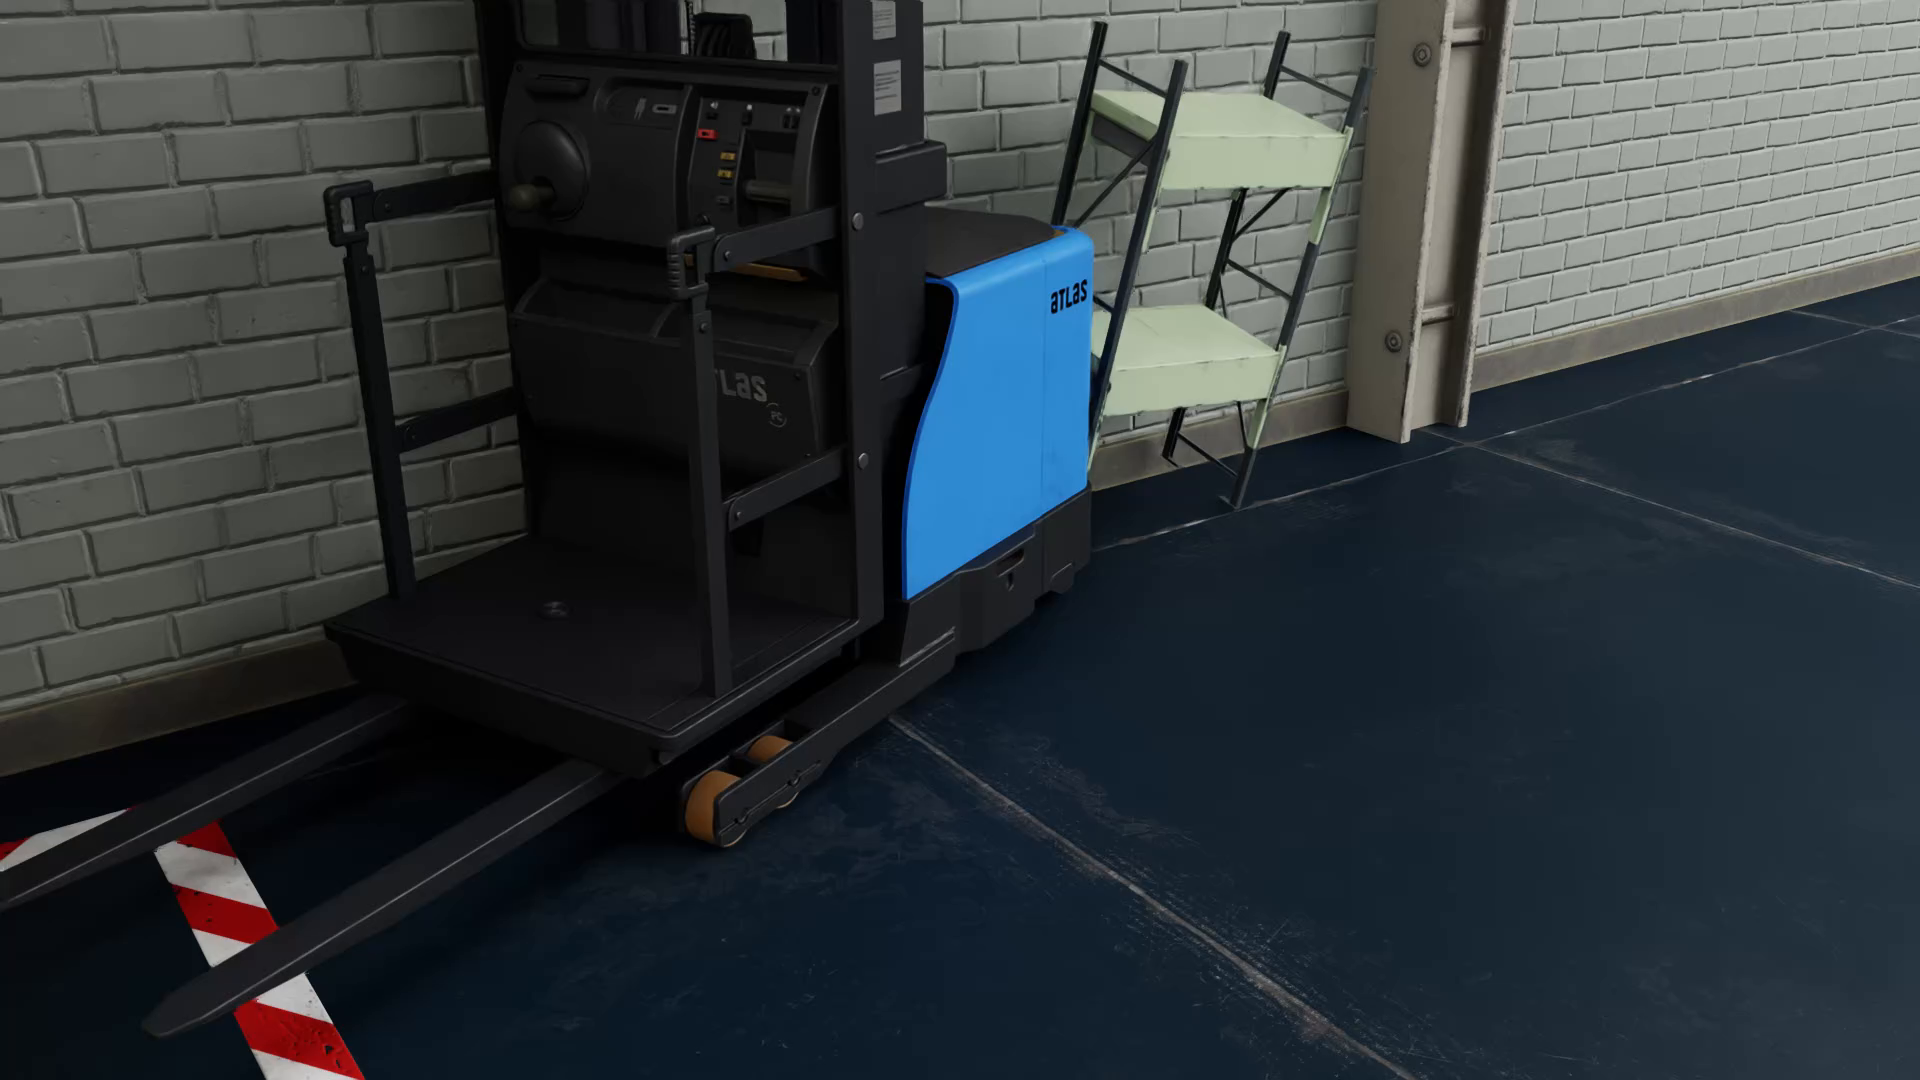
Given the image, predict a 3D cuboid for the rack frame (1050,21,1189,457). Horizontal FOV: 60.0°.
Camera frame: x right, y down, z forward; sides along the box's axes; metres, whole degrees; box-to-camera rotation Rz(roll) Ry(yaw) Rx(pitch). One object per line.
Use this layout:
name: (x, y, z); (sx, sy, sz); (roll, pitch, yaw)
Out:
rack frame: (0.366, -0.747, 4.995); (0.023, 1.500, 0.400); (-9, 35, -34)

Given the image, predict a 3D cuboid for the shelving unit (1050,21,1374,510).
shelving unit: (0.668, -0.795, 5.197); (0.755, 1.500, 0.431); (-9, 35, -34)

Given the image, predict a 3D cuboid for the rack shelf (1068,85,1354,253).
rack shelf: (0.740, -1.130, 5.010); (0.720, 0.370, 0.431); (-9, 35, -34)

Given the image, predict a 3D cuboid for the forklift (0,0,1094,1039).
forklift: (-0.806, -0.877, 3.639); (1.130, 2.935, 3.031); (13, 25, 29)

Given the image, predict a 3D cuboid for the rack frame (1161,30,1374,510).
rack frame: (0.969, -0.843, 5.399); (0.023, 1.500, 0.400); (-9, 35, -34)

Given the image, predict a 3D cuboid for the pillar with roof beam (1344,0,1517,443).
pillar with roof beam: (4.258, -3.340, 1.624); (0.400, 9.000, 9.100); (-15, 26, -33)

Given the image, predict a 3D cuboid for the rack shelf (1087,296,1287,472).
rack shelf: (0.607, -0.516, 5.353); (0.720, 0.370, 0.431); (-9, 35, -34)
